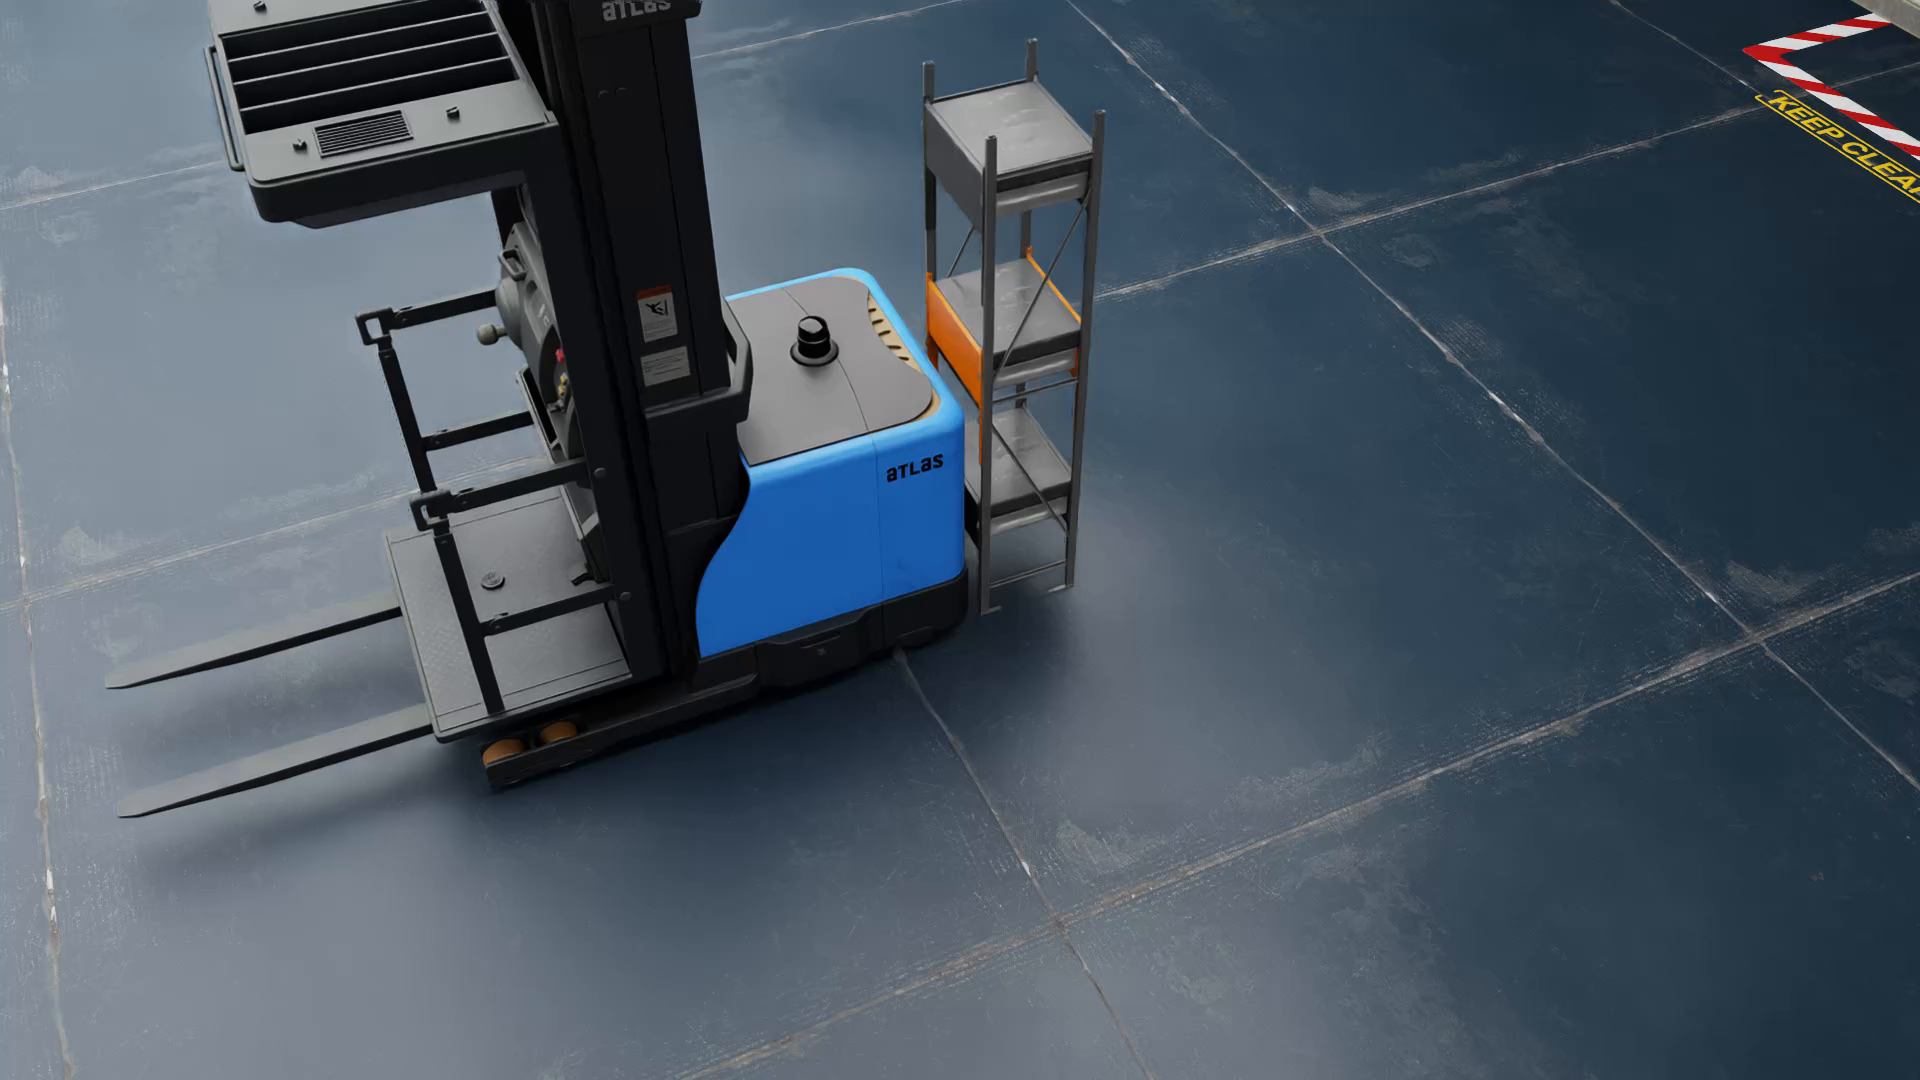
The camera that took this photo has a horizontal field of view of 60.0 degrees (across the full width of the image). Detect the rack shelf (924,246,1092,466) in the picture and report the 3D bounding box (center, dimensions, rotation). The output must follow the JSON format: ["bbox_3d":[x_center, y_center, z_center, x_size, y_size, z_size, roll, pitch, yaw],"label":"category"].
[{"bbox_3d":[0.164,-0.659,5.943,0.431,0.518,0.480,-17,47,-17],"label":"rack shelf"}]

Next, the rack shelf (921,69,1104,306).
[{"bbox_3d":[0.164,-1.158,5.451,0.431,0.518,0.480,-17,47,-17],"label":"rack shelf"}]

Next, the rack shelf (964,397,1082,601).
[{"bbox_3d":[0.164,-0.161,6.434,0.431,0.518,0.480,-17,47,-17],"label":"rack shelf"}]

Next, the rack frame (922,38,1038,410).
[{"bbox_3d":[0.066,-0.826,6.092,0.400,2.100,0.015,-17,47,-17],"label":"rack frame"}]

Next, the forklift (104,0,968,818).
[{"bbox_3d":[-1.534,-0.605,5.277,3.031,2.935,1.130,-17,47,-17],"label":"forklift"}]

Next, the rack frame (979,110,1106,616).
[{"bbox_3d":[0.261,-0.512,5.774,0.400,2.100,0.015,-17,47,-17],"label":"rack frame"}]

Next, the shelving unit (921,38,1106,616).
[{"bbox_3d":[0.164,-0.669,5.933,0.431,2.100,0.503,-17,47,-17],"label":"shelving unit"}]
